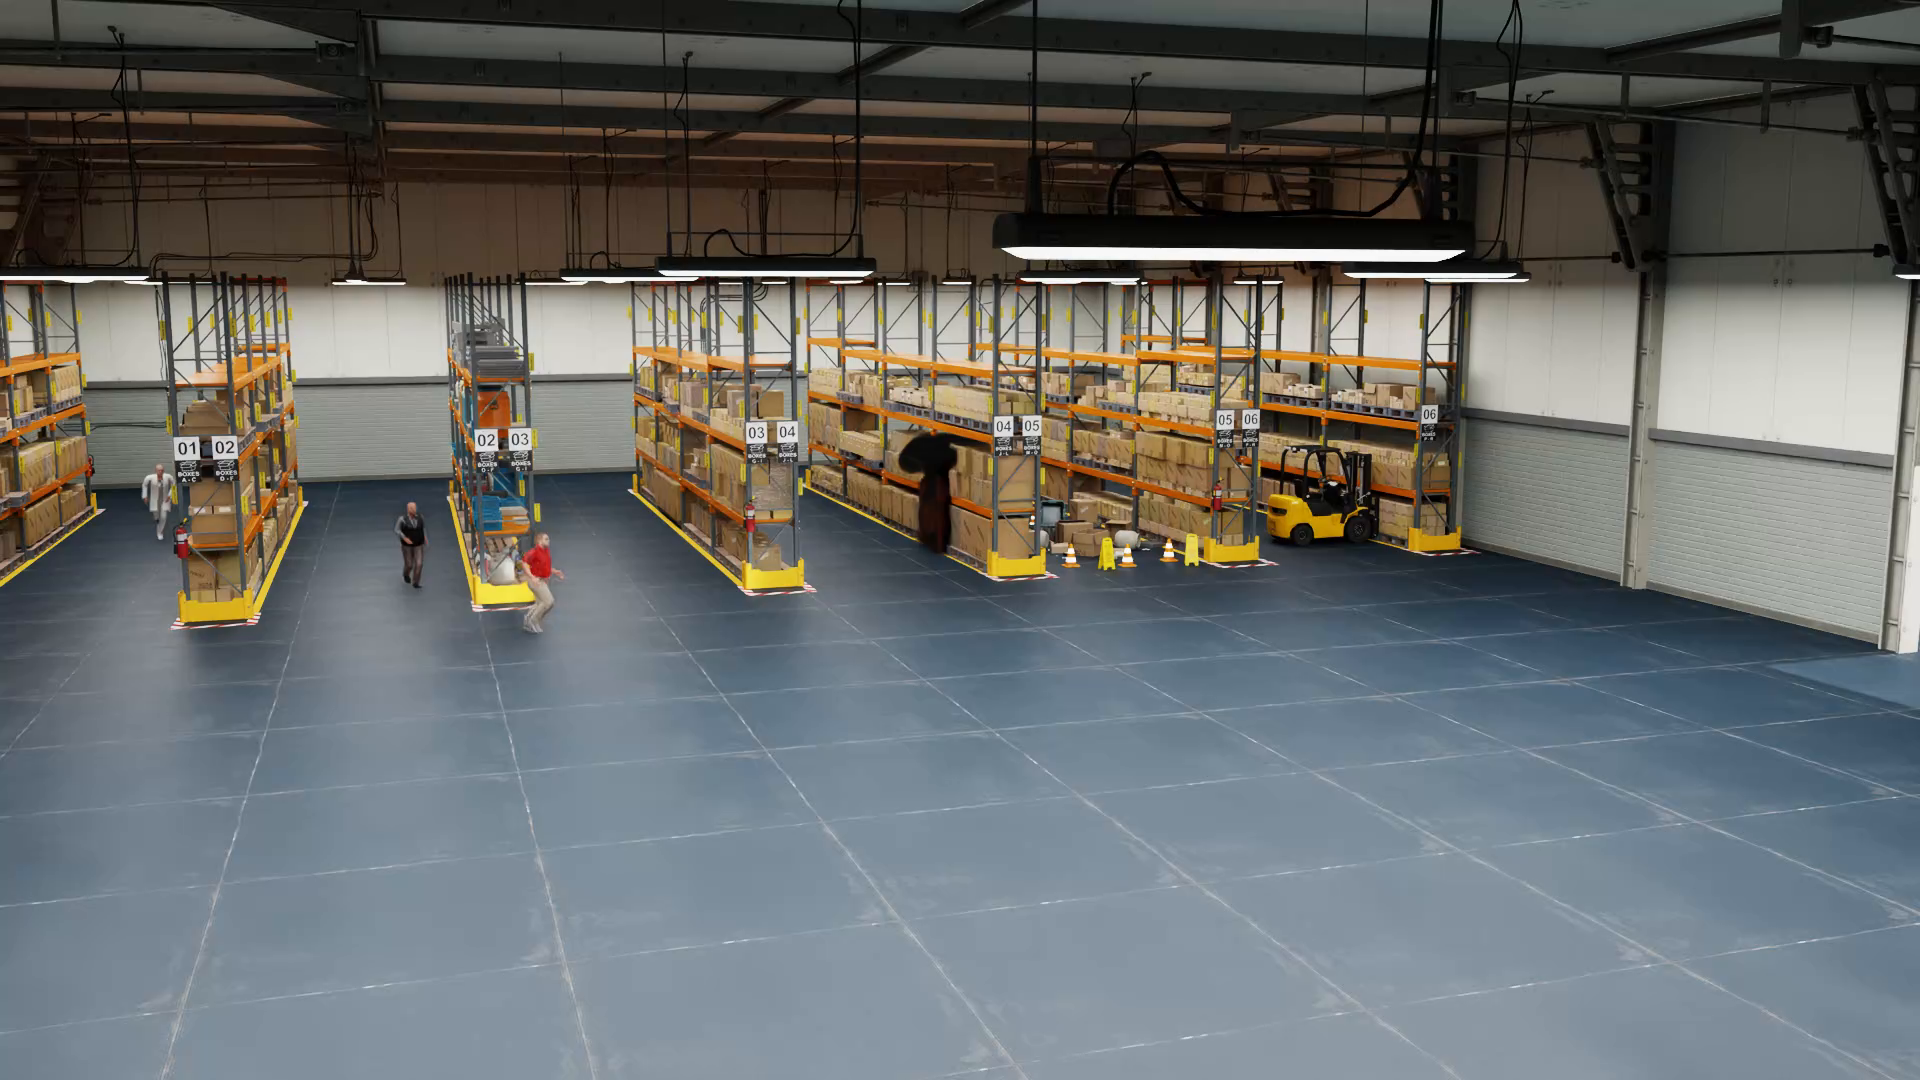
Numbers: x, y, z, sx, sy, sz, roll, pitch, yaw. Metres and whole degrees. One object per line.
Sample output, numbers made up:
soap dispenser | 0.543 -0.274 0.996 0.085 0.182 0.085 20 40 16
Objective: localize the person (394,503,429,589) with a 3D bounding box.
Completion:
person | -10.560 0.093 32.018 0.654 1.673 0.756 -5 10 -30

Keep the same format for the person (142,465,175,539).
person | -18.450 -0.890 38.341 0.721 1.711 0.703 -5 10 -31

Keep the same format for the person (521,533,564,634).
person | -7.011 0.729 27.744 0.754 1.703 0.614 2 9 11
